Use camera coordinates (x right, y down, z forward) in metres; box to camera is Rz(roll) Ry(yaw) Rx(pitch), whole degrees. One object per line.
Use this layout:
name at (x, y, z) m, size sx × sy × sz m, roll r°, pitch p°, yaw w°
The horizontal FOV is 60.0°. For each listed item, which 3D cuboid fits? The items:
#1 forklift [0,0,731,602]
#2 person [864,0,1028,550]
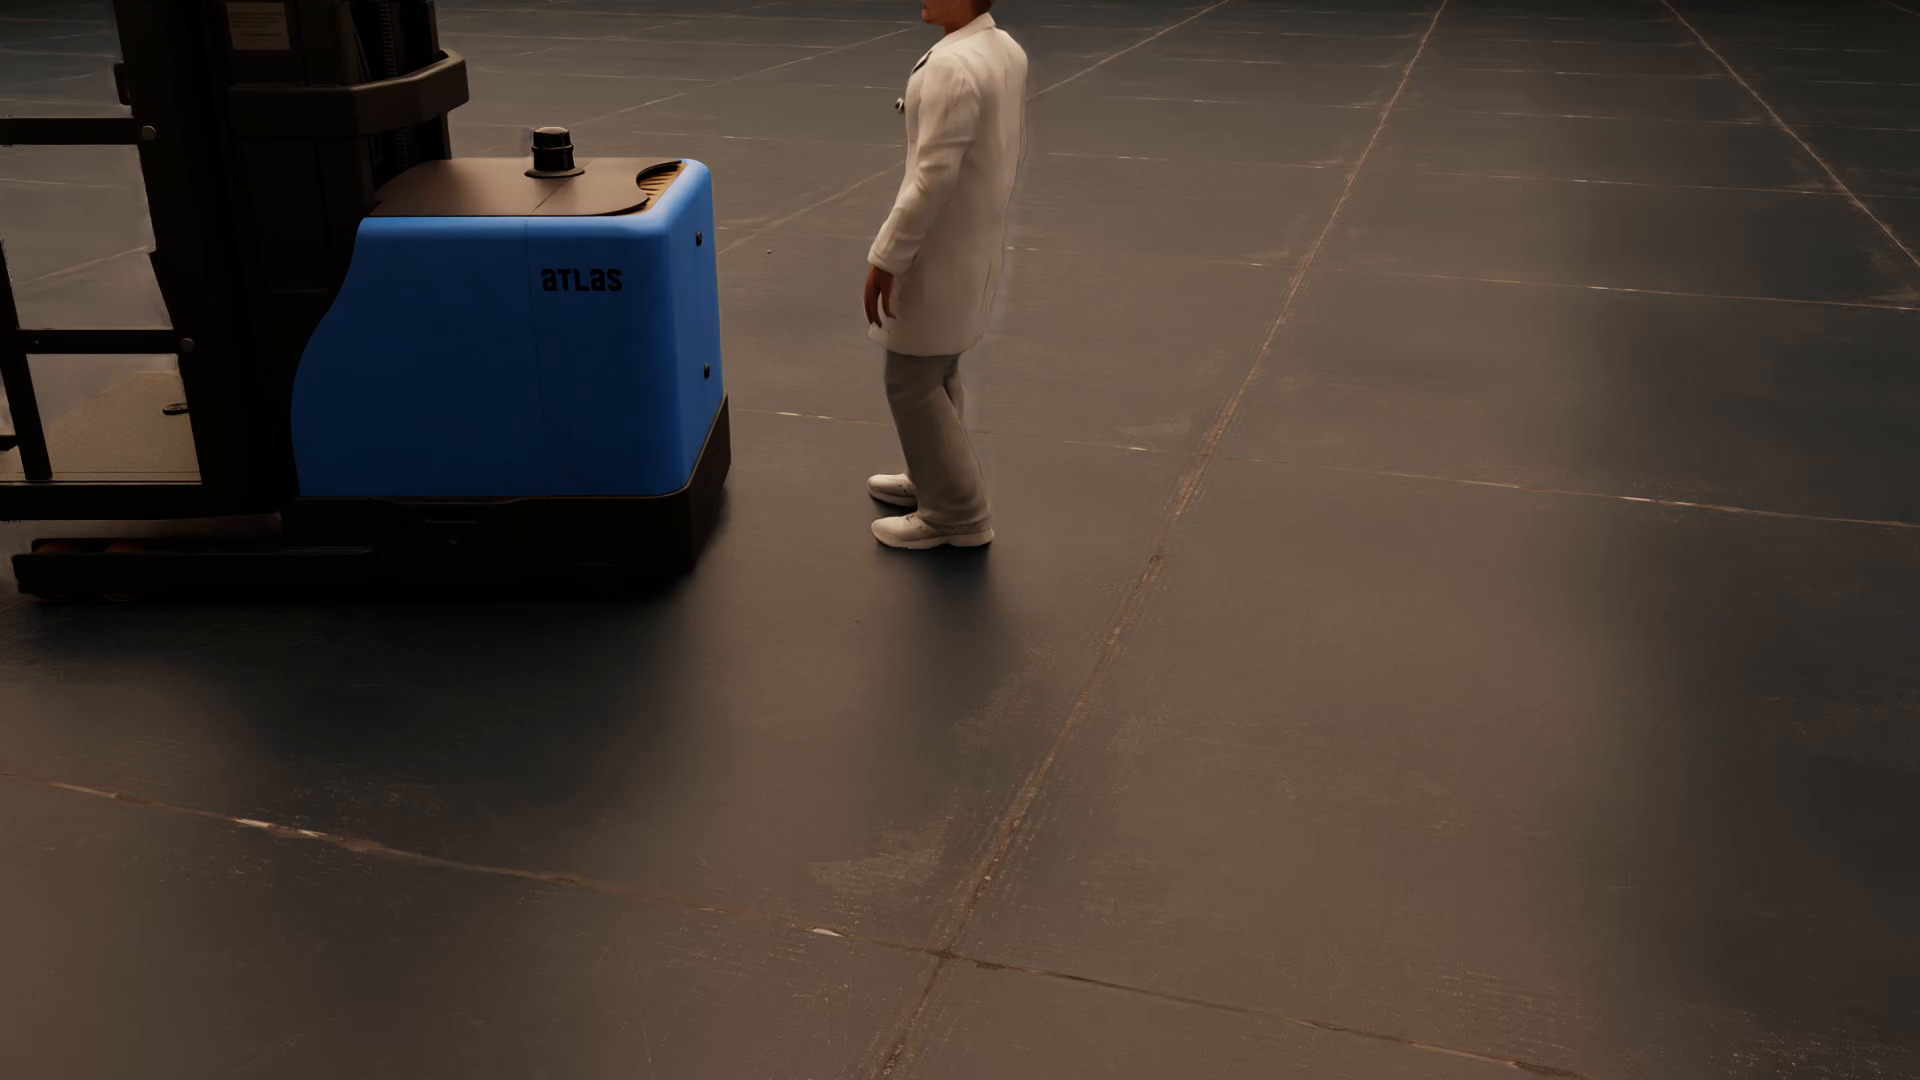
forklift at (-2.277, -1.381, 4.625) m, size 3.031 × 2.935 × 1.130 m, roll 0°, pitch 22°, yaw 0°
person at (-0.128, -0.824, 4.825) m, size 0.573 × 1.768 × 0.725 m, roll 8°, pitch 24°, yaw 19°
